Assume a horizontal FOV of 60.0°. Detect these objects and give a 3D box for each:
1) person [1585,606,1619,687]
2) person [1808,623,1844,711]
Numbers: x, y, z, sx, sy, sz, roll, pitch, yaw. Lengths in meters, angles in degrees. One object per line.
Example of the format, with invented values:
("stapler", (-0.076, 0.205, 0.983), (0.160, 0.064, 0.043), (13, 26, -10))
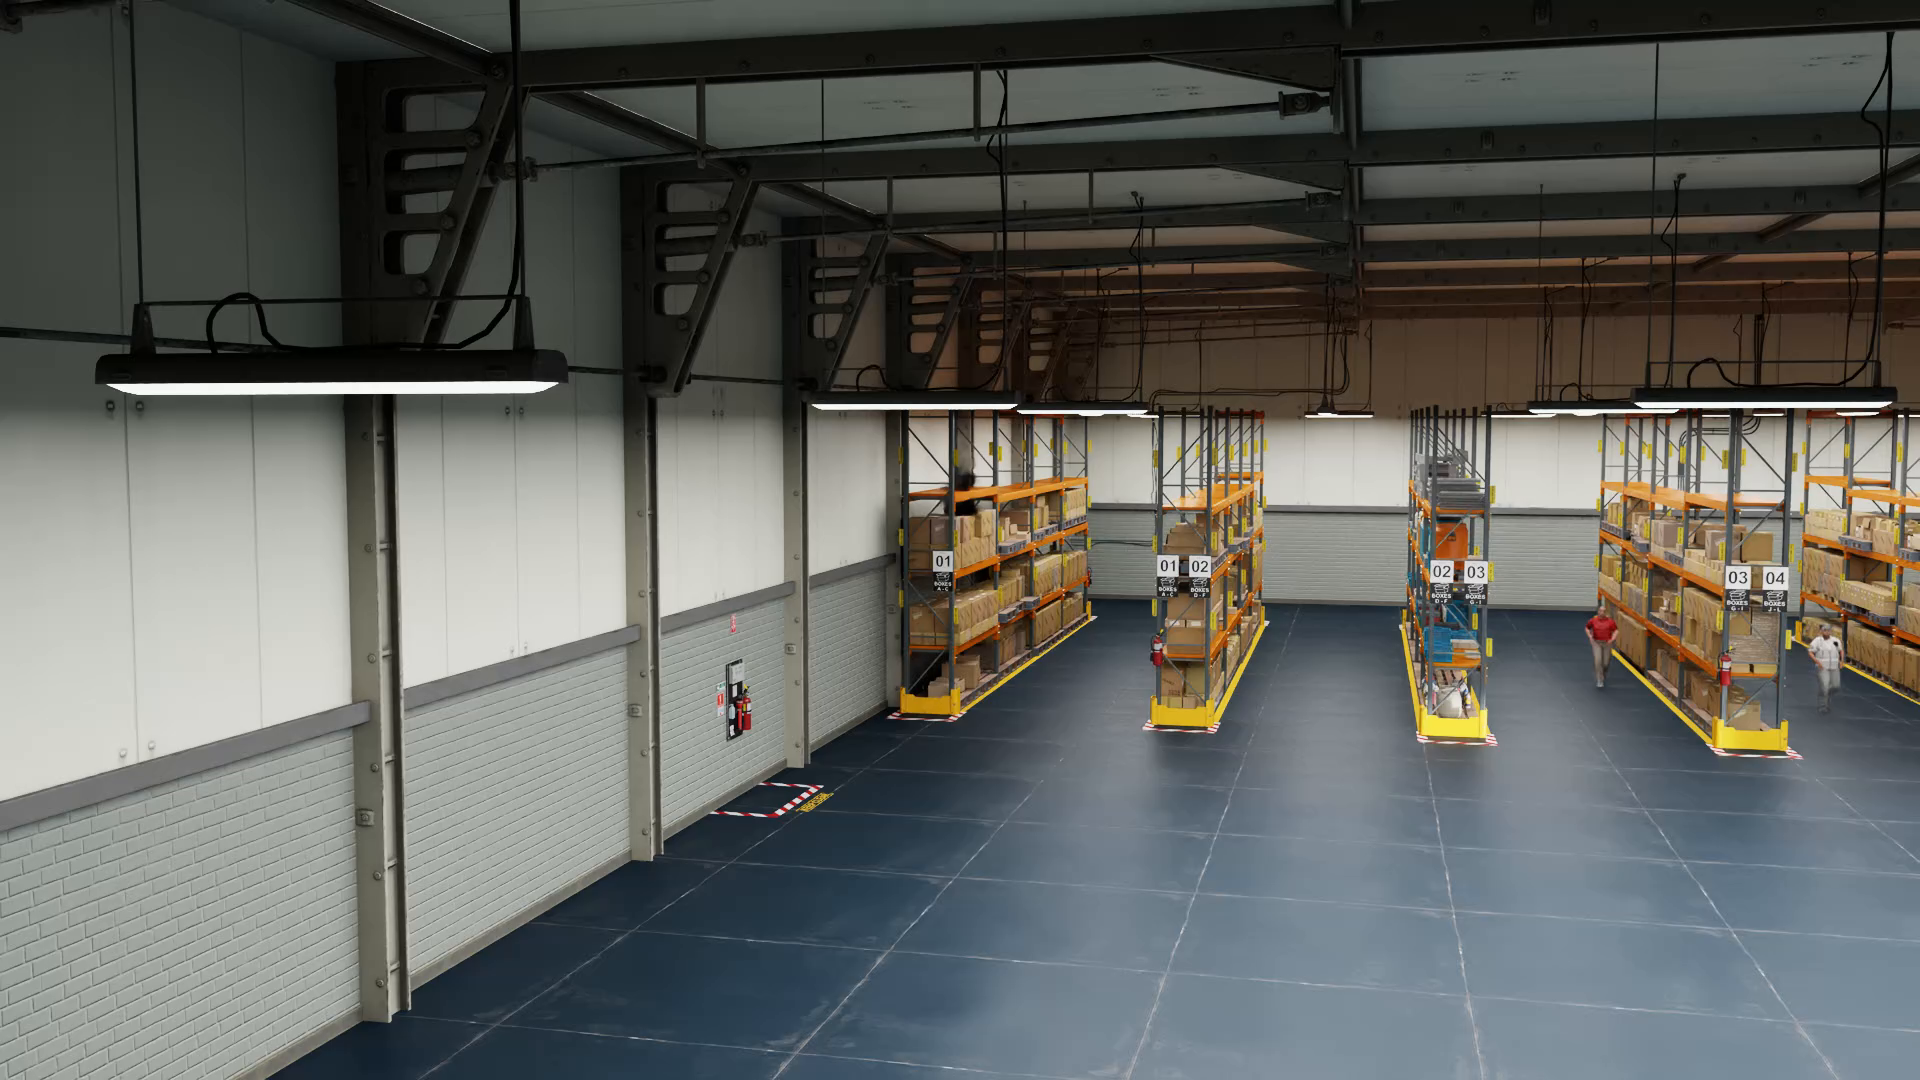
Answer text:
("person", (13.918, 2.288, 36.073), (0.676, 1.711, 0.810), (1, 4, 16))
("person", (17.112, 2.504, 32.821), (0.667, 1.751, 0.545), (1, 4, 10))
